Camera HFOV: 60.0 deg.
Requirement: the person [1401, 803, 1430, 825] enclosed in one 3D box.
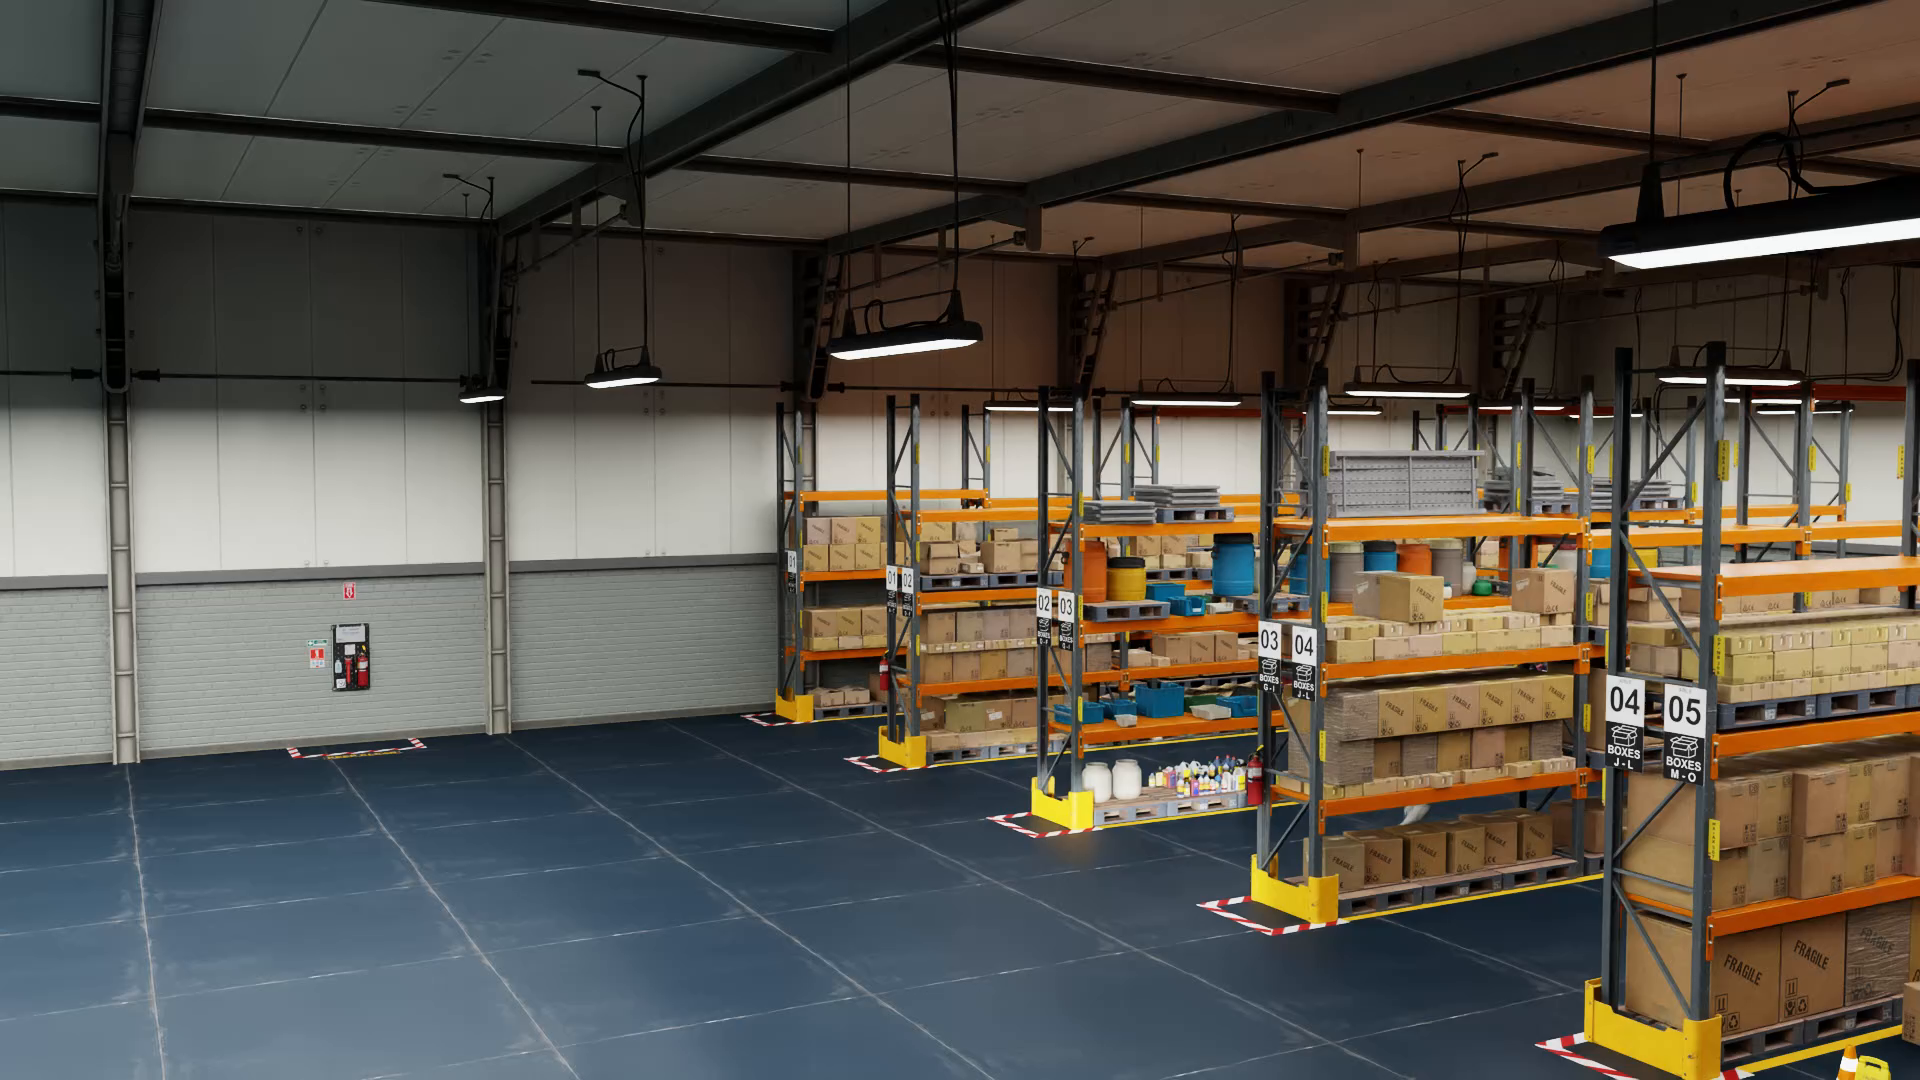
[{"bbox_3d":[5.876,3.110,21.649,0.534,1.669,0.494,-2,4,-29],"label":"person"}]
